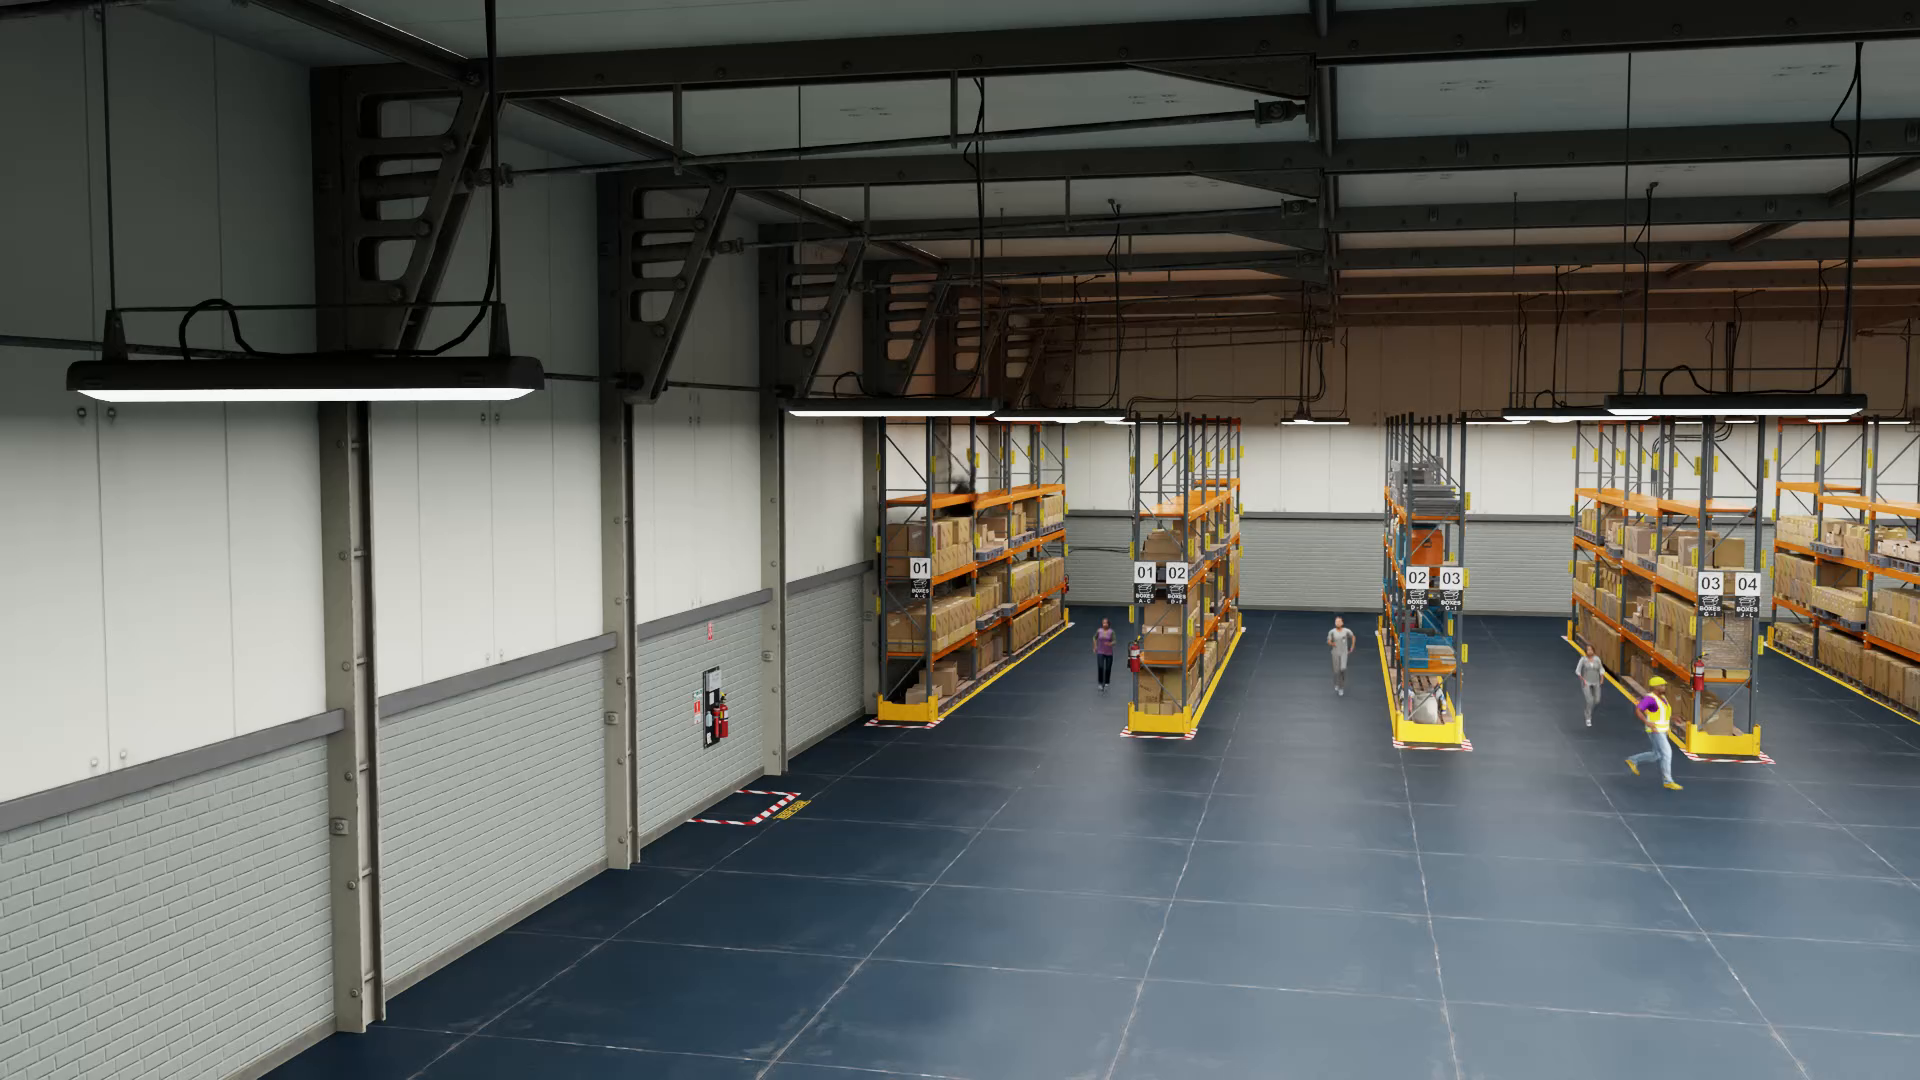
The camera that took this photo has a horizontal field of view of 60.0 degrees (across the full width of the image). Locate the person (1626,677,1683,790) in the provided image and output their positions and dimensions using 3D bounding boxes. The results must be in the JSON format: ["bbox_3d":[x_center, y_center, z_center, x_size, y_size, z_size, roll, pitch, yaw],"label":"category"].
[{"bbox_3d":[11.086,3.056,26.523,0.924,1.768,0.699,3,5,39],"label":"person"}]

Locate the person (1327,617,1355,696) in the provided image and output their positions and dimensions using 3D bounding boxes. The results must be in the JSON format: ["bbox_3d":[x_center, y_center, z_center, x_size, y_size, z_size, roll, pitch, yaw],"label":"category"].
[{"bbox_3d":[8.182,2.491,35.769,0.570,1.694,0.738,1,4,18],"label":"person"}]

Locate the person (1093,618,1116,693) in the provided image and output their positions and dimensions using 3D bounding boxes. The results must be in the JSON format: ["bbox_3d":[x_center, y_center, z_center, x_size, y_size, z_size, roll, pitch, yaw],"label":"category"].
[{"bbox_3d":[3.125,2.492,35.943,0.503,1.617,0.682,0,4,5],"label":"person"}]

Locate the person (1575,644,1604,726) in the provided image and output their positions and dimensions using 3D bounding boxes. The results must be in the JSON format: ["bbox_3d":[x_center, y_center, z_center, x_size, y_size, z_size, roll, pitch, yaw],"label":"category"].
[{"bbox_3d":[12.129,2.787,31.995,0.545,1.564,0.490,1,4,8],"label":"person"}]

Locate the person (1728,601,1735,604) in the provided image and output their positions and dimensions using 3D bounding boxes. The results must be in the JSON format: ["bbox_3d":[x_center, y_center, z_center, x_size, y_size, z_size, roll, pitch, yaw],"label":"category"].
[{"bbox_3d":[19.838,1.955,42.894,0.695,1.776,0.922,2,4,23],"label":"person"}]
